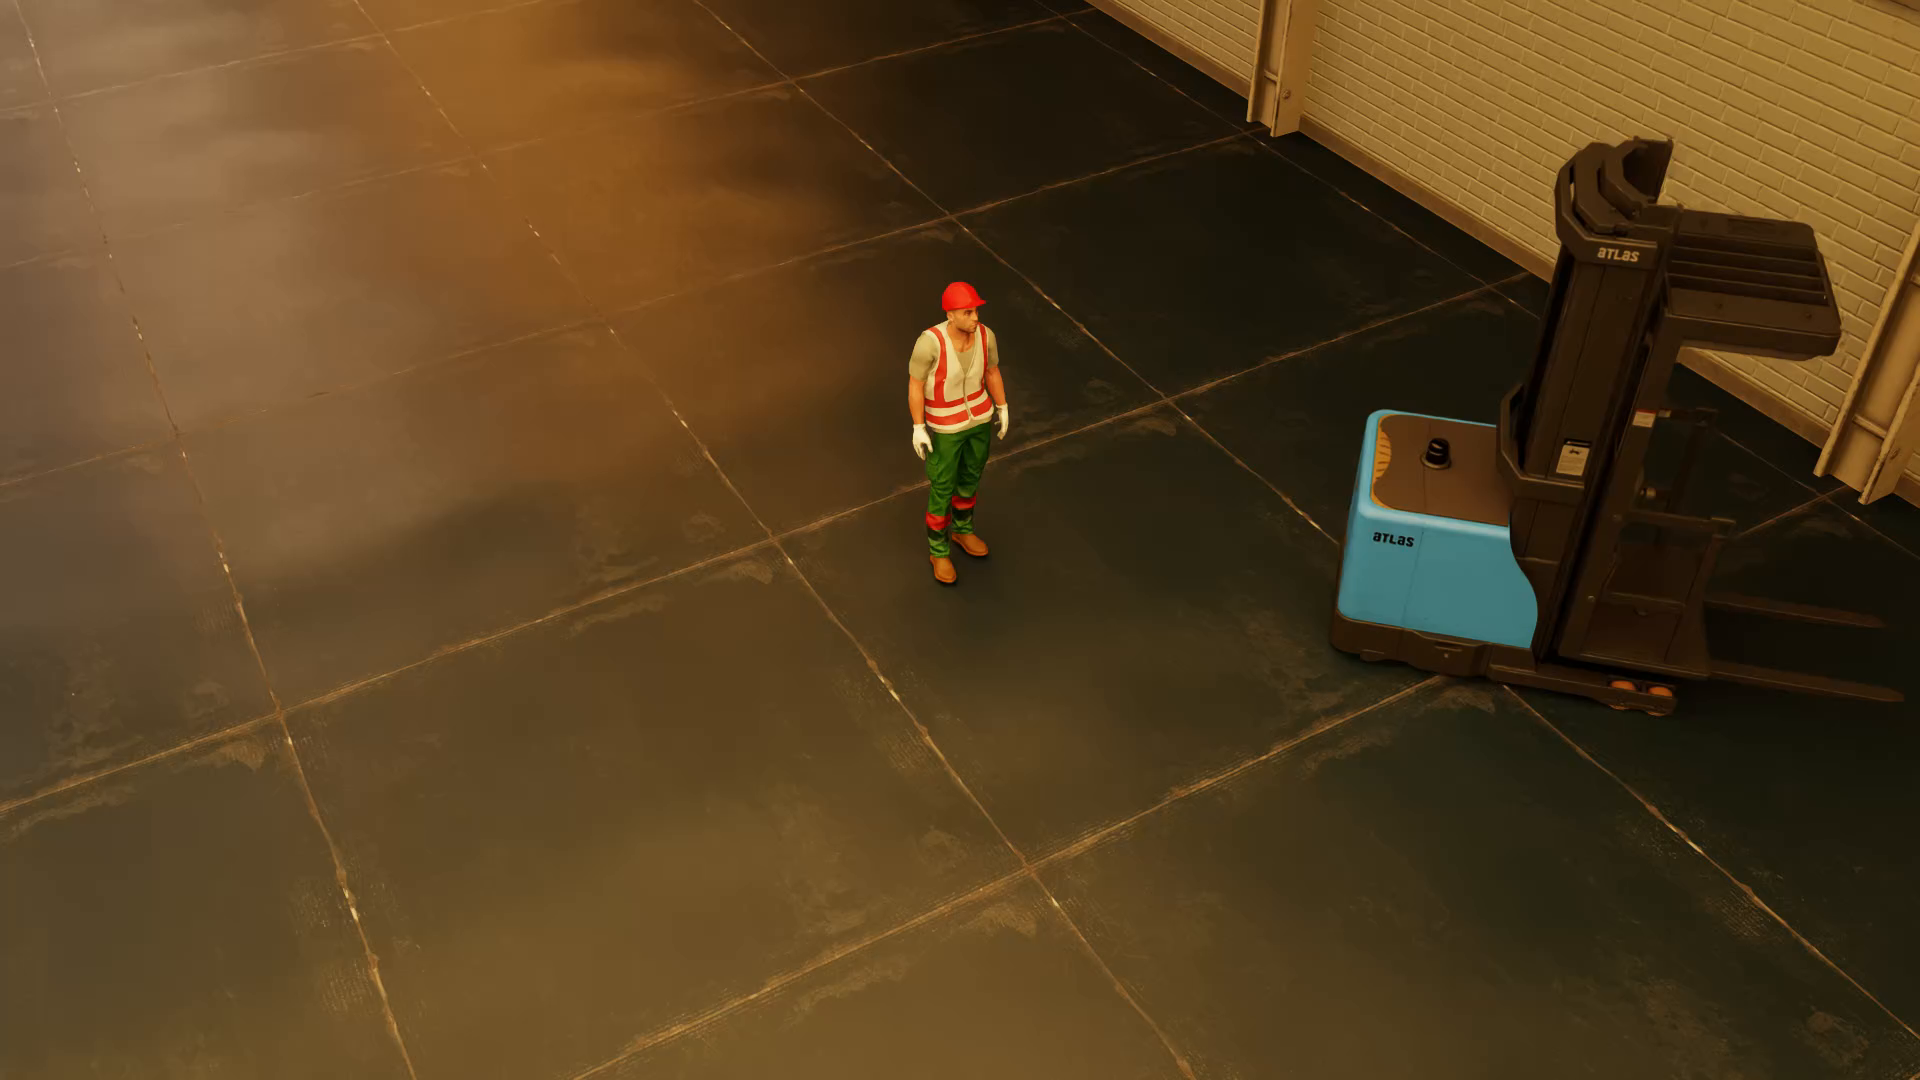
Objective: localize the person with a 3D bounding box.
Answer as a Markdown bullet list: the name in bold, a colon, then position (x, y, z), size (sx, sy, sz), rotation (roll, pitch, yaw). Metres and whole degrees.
- **person**: position (0.029, -0.647, 9.697), size (0.637, 1.785, 0.564), rotation (-20, 44, -23)

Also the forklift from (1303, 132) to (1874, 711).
- **forklift**: position (3.546, -0.559, 8.710), size (3.031, 2.935, 1.130), rotation (9, 41, 11)
